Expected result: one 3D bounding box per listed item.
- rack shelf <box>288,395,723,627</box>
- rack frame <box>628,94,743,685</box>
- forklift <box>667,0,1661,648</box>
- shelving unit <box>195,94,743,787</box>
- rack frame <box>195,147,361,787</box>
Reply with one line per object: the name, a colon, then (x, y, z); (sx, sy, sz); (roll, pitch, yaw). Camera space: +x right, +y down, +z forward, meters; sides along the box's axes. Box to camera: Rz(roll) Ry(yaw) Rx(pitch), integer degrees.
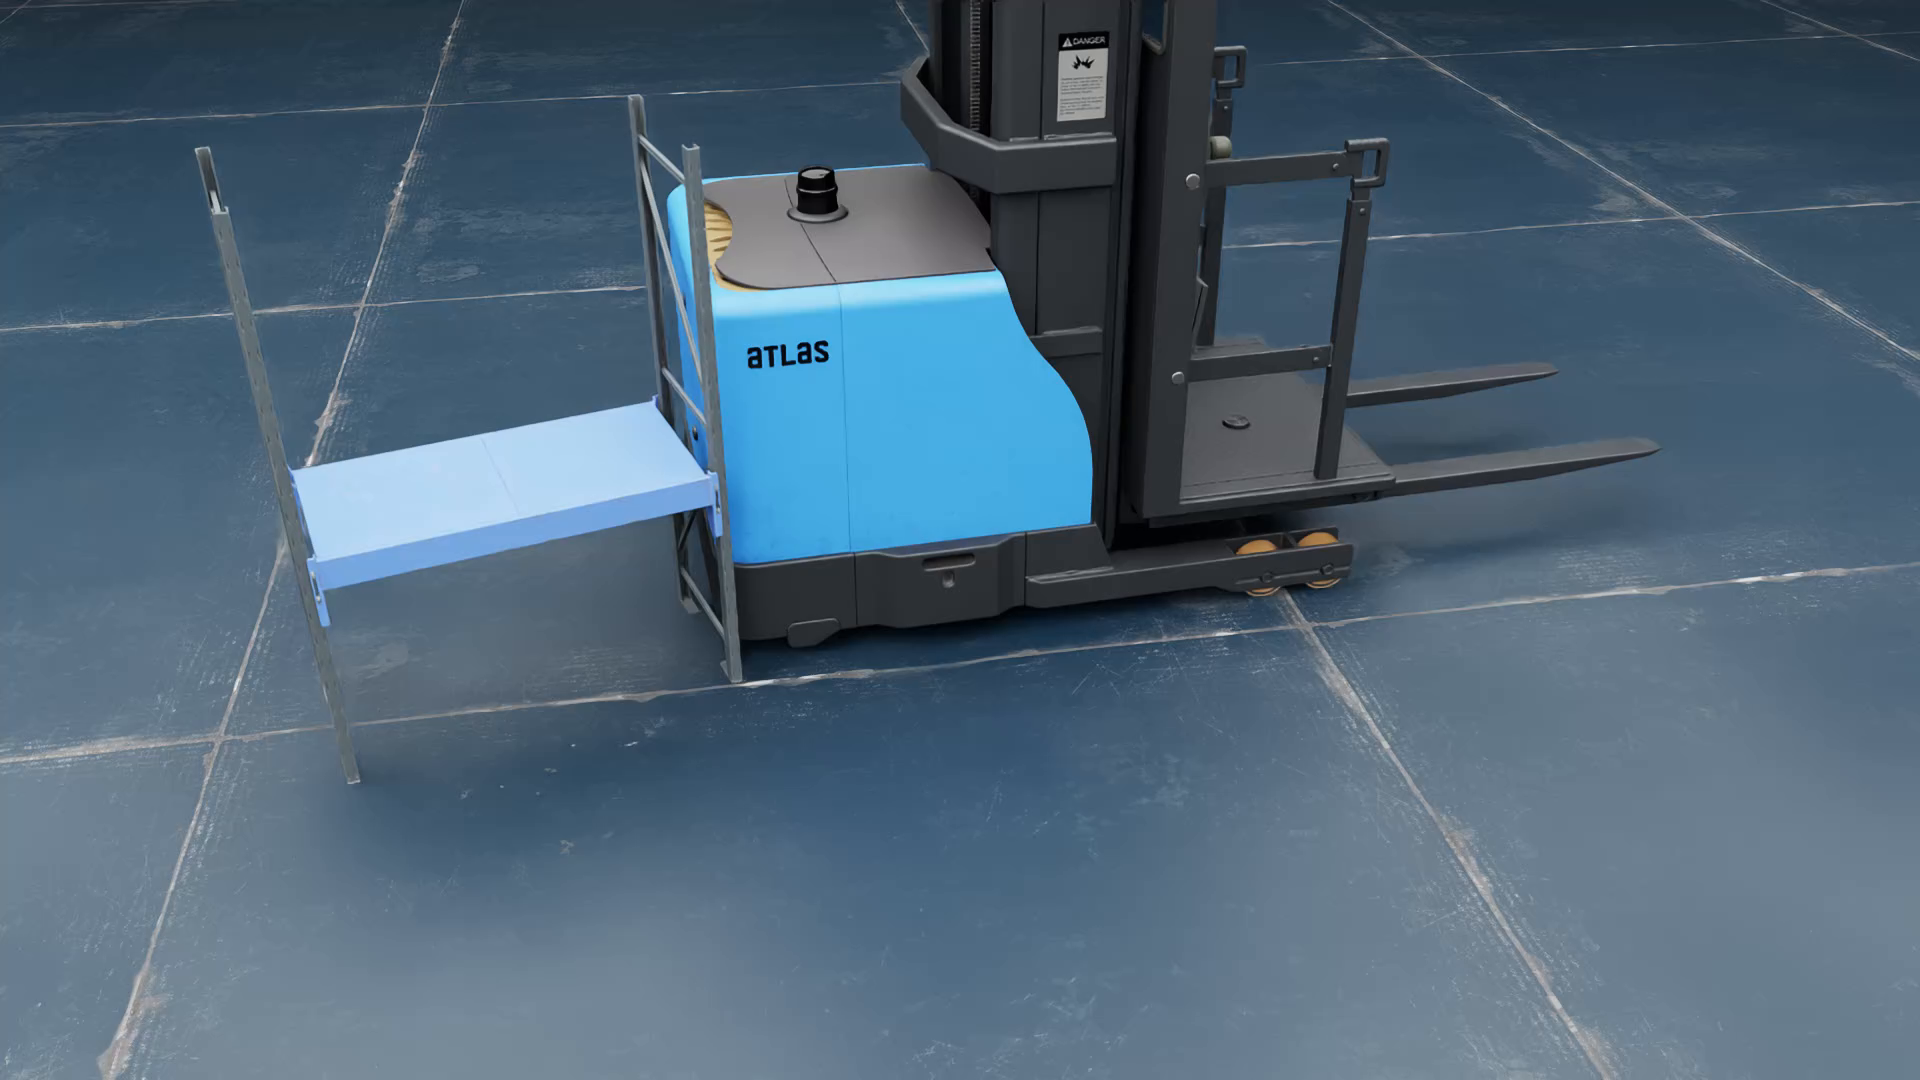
rack shelf: (-1.178, -0.099, 4.293); (1.000, 0.185, 0.538); (-14, 33, -22)
rack frame: (-0.719, -0.365, 4.391); (0.032, 1.500, 0.500); (-14, 33, -22)
forklift: (0.692, -1.348, 4.651); (3.031, 2.935, 1.130); (-7, 31, -12)
shelving unit: (-1.178, -0.254, 4.202); (1.048, 1.500, 0.538); (-14, 33, -22)
rack frame: (-1.636, -0.142, 4.013); (0.032, 1.500, 0.500); (-14, 33, -22)
